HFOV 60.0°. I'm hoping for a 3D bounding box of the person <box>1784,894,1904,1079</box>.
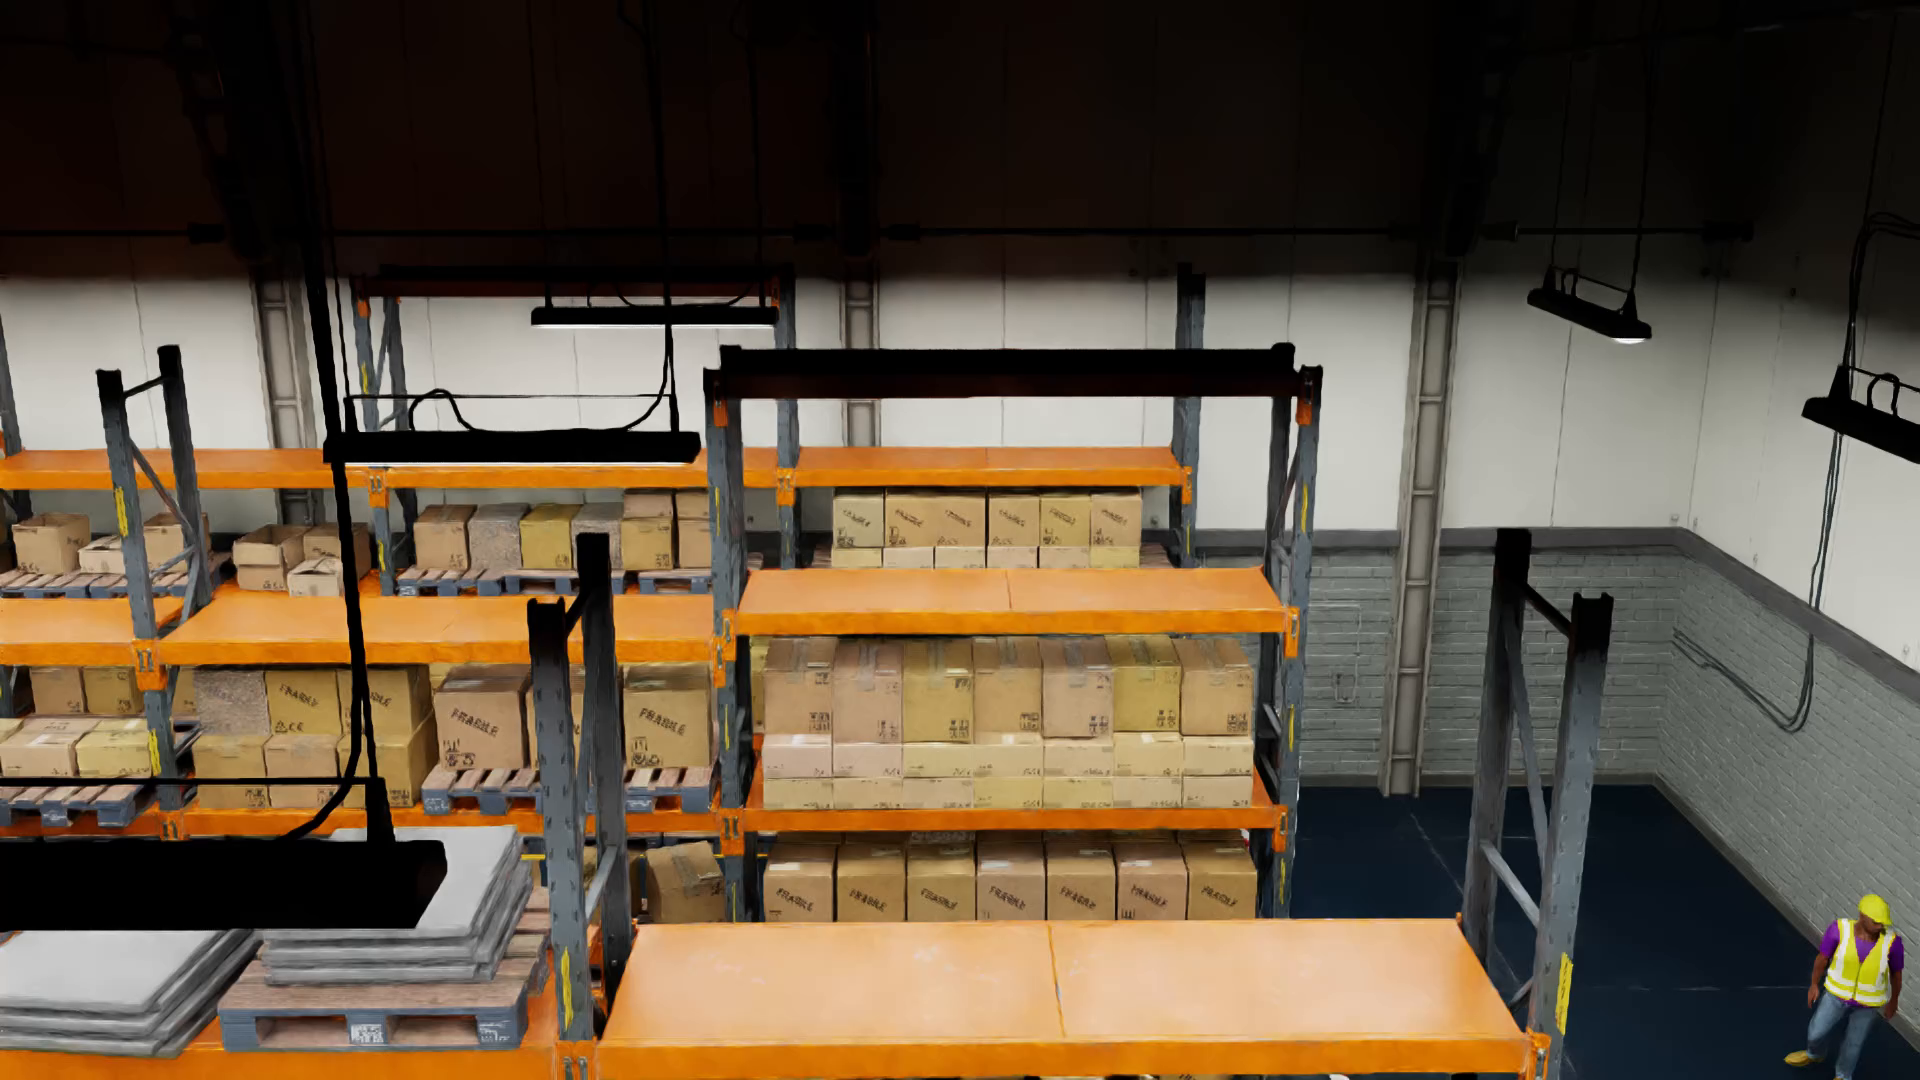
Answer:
[{"bbox_3d":[7.017,3.557,13.151,0.720,1.761,0.463,9,19,29],"label":"person"}]
